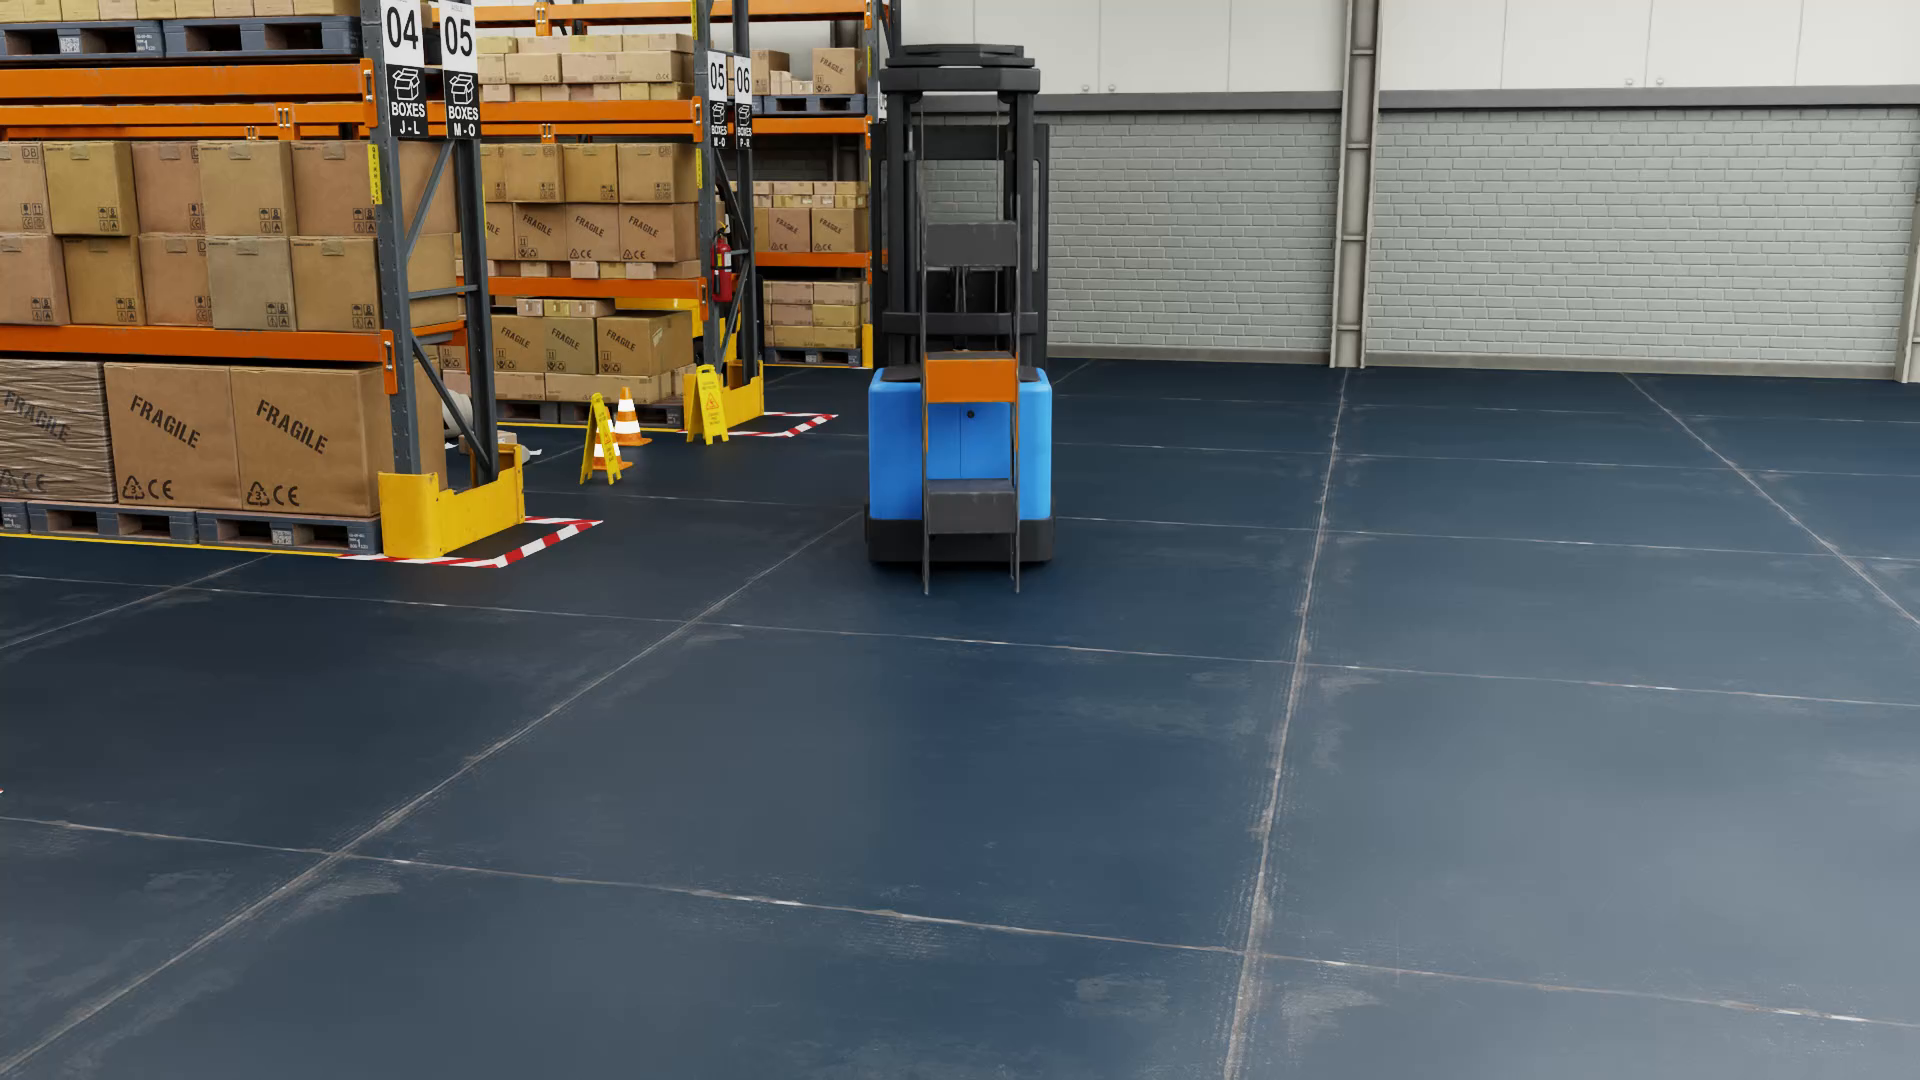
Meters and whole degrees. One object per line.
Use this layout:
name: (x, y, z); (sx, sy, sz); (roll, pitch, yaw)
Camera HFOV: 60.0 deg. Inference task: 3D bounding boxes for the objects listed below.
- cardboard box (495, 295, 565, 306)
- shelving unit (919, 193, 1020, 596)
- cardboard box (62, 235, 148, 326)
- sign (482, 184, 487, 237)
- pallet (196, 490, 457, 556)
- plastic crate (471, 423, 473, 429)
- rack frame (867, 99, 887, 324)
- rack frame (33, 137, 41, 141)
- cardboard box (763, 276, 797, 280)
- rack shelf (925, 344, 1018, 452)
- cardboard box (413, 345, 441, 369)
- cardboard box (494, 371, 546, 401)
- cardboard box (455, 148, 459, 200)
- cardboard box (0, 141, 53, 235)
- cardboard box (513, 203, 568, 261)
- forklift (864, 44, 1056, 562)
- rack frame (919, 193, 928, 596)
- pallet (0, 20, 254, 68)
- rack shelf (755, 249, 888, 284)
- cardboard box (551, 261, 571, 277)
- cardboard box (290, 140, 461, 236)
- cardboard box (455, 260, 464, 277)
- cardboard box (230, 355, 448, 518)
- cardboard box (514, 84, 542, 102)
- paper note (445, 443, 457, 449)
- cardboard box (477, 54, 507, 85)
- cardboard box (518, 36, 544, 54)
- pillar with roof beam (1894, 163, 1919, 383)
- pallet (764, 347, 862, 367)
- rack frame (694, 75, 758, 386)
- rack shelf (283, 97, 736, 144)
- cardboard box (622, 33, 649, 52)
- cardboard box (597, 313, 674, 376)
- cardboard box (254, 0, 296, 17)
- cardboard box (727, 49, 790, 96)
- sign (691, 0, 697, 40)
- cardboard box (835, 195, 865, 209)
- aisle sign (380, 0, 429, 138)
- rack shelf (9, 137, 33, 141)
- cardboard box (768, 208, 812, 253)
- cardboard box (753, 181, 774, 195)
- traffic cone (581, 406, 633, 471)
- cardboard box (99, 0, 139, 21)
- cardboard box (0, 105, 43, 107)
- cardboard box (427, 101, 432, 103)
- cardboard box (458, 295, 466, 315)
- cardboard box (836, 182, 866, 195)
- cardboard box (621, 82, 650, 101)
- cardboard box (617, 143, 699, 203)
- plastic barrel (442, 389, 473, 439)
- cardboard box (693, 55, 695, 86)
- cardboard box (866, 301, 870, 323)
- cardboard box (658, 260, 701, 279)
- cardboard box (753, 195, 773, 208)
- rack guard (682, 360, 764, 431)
cardboard box: (-5.253, -2.849, 20.661); (0.625, 0.625, 0.875); (4, 13, 16)
shelving unit: (0.050, -0.773, 8.863); (0.503, 2.100, 0.431); (-1, 13, -3)
cardboard box: (-5.083, -1.662, 10.452); (0.500, 0.550, 0.875); (3, 13, 14)
sign: (-2.995, -2.058, 10.404); (0.005, 0.325, 0.100); (3, 13, 14)
pallet: (-3.929, -0.144, 10.397); (1.213, 0.211, 1.003); (3, 13, 14)
plastic crate: (-4.602, -1.055, 14.805); (0.583, 0.080, 0.402); (-1, 13, -6)
rack frame: (-0.861, -3.571, 19.403); (0.127, 3.000, 1.000); (3, 13, 14)
rack frame: (-12.511, -4.193, 22.210); (0.127, 3.000, 1.000); (3, 13, 14)
cardboard box: (-2.251, -3.040, 20.079); (0.500, 0.250, 0.500); (3, 13, 13)
rack shelf: (0.050, -0.760, 8.866); (0.480, 0.518, 0.431); (-1, 13, -3)
cardboard box: (-4.899, -1.850, 15.296); (0.500, 0.500, 0.500); (4, 13, 16)
cardboard box: (-3.906, -1.429, 15.129); (0.500, 0.250, 0.500); (3, 13, 12)
cardboard box: (-4.583, -3.285, 14.890); (0.500, 0.500, 0.700); (3, 13, 12)
cardboard box: (-5.615, -2.201, 10.390); (0.550, 0.550, 0.875); (3, 13, 14)
cardboard box: (-3.609, -2.745, 14.762); (0.500, 0.500, 0.500); (3, 13, 13)
forklift: (-0.001, -1.567, 10.528); (1.130, 2.935, 3.031); (0, 13, 0)
rack frame: (-0.194, -0.769, 8.852); (0.015, 2.100, 0.400); (-1, 13, -3)
pallet: (-5.045, -3.001, 10.113); (1.213, 0.211, 1.003); (3, 13, 14)
rack shelf: (-2.802, -3.323, 19.948); (4.000, 0.370, 1.077); (3, 13, 14)
cardboard box: (-3.449, -2.436, 14.868); (0.250, 0.149, 0.380); (3, 13, 14)
cardboard box: (-3.485, -2.108, 9.972); (0.550, 0.550, 0.875); (3, 13, 14)
cardboard box: (-4.461, -2.460, 14.974); (0.250, 0.149, 0.380); (3, 13, 14)
cardboard box: (-3.808, -0.670, 10.262); (0.875, 0.875, 0.875); (3, 13, 14)
cardboard box: (-3.696, -3.901, 14.544); (0.250, 0.149, 0.380); (3, 13, 12)
paper note: (-4.230, -0.778, 13.695); (0.142, 0.019, 0.148); (8, 15, 33)
cardboard box: (-4.092, -4.111, 14.572); (0.500, 0.250, 0.500); (3, 13, 14)
cardboard box: (-3.656, -4.301, 14.510); (0.250, 0.149, 0.380); (3, 13, 12)
pillar with roof beam: (9.298, -5.197, 12.883); (0.400, 9.000, 9.100); (3, 13, 14)
pallet: (-1.613, -2.240, 19.844); (1.213, 0.211, 1.003); (3, 13, 14)
rack frame: (-2.046, -2.527, 14.697); (0.127, 3.000, 1.000); (3, 13, 14)
rack shelf: (-3.988, -3.744, 14.918); (4.000, 0.370, 1.077); (3, 13, 14)
cardboard box: (-2.687, -4.235, 14.209); (0.250, 0.149, 0.380); (3, 13, 15)
cardboard box: (-2.887, -1.742, 14.808); (0.500, 0.500, 0.500); (3, 13, 14)
cardboard box: (-3.783, -3.035, 9.444); (0.250, 0.149, 0.380); (3, 13, 14)
cardboard box: (-2.319, -5.384, 19.218); (0.500, 0.500, 0.700); (3, 13, 14)
sign: (-2.199, -4.308, 13.755); (0.005, 0.325, 0.100); (3, 13, 14)
cardboard box: (-1.264, -3.895, 19.137); (0.250, 0.149, 0.380); (3, 13, 14)
aisle sign: (-3.137, -2.683, 9.399); (0.004, 0.787, 0.394); (3, 13, 14)
rack shelf: (-14.453, -5.410, 22.430); (4.000, 0.370, 1.077); (3, 13, 14)
cardboard box: (-1.903, -3.619, 19.388); (0.500, 0.500, 0.500); (3, 13, 15)
cardboard box: (-2.270, -4.089, 19.322); (0.250, 0.149, 0.380); (3, 13, 15)
traffic cone: (-2.709, -0.788, 12.718); (0.334, 0.463, 0.336); (3, 13, 14)
cardboard box: (-4.772, -3.088, 9.682); (0.250, 0.149, 0.380); (3, 13, 14)
cardboard box: (-8.896, -4.404, 16.001); (0.500, 0.500, 0.700); (3, 13, 14)
cardboard box: (-4.688, -3.956, 14.793); (0.250, 0.149, 0.380); (3, 13, 12)
cardboard box: (-4.553, -2.134, 15.075); (0.250, 0.149, 0.380); (4, 13, 17)
cardboard box: (-1.259, -4.056, 19.173); (0.250, 0.149, 0.380); (3, 13, 14)
cardboard box: (-2.709, -3.834, 14.245); (0.250, 0.149, 0.380); (3, 13, 14)
cardboard box: (-2.595, -3.189, 14.458); (0.500, 0.500, 0.700); (3, 13, 12)
plastic barrel: (-4.414, -1.058, 14.024); (0.512, 0.421, 0.421); (-9, 15, -35)
cardboard box: (-2.471, -4.145, 14.726); (0.500, 0.250, 0.500); (3, 13, 13)
cardboard box: (-1.267, -2.746, 19.908); (0.500, 0.250, 0.500); (3, 13, 15)
cardboard box: (-2.461, -2.379, 14.609); (0.250, 0.149, 0.380); (4, 13, 15)
cardboard box: (-2.265, -3.948, 19.374); (0.250, 0.149, 0.380); (3, 13, 12)
rack guard: (-2.120, -1.310, 14.986); (0.348, 0.500, 1.175); (3, 13, 14)
